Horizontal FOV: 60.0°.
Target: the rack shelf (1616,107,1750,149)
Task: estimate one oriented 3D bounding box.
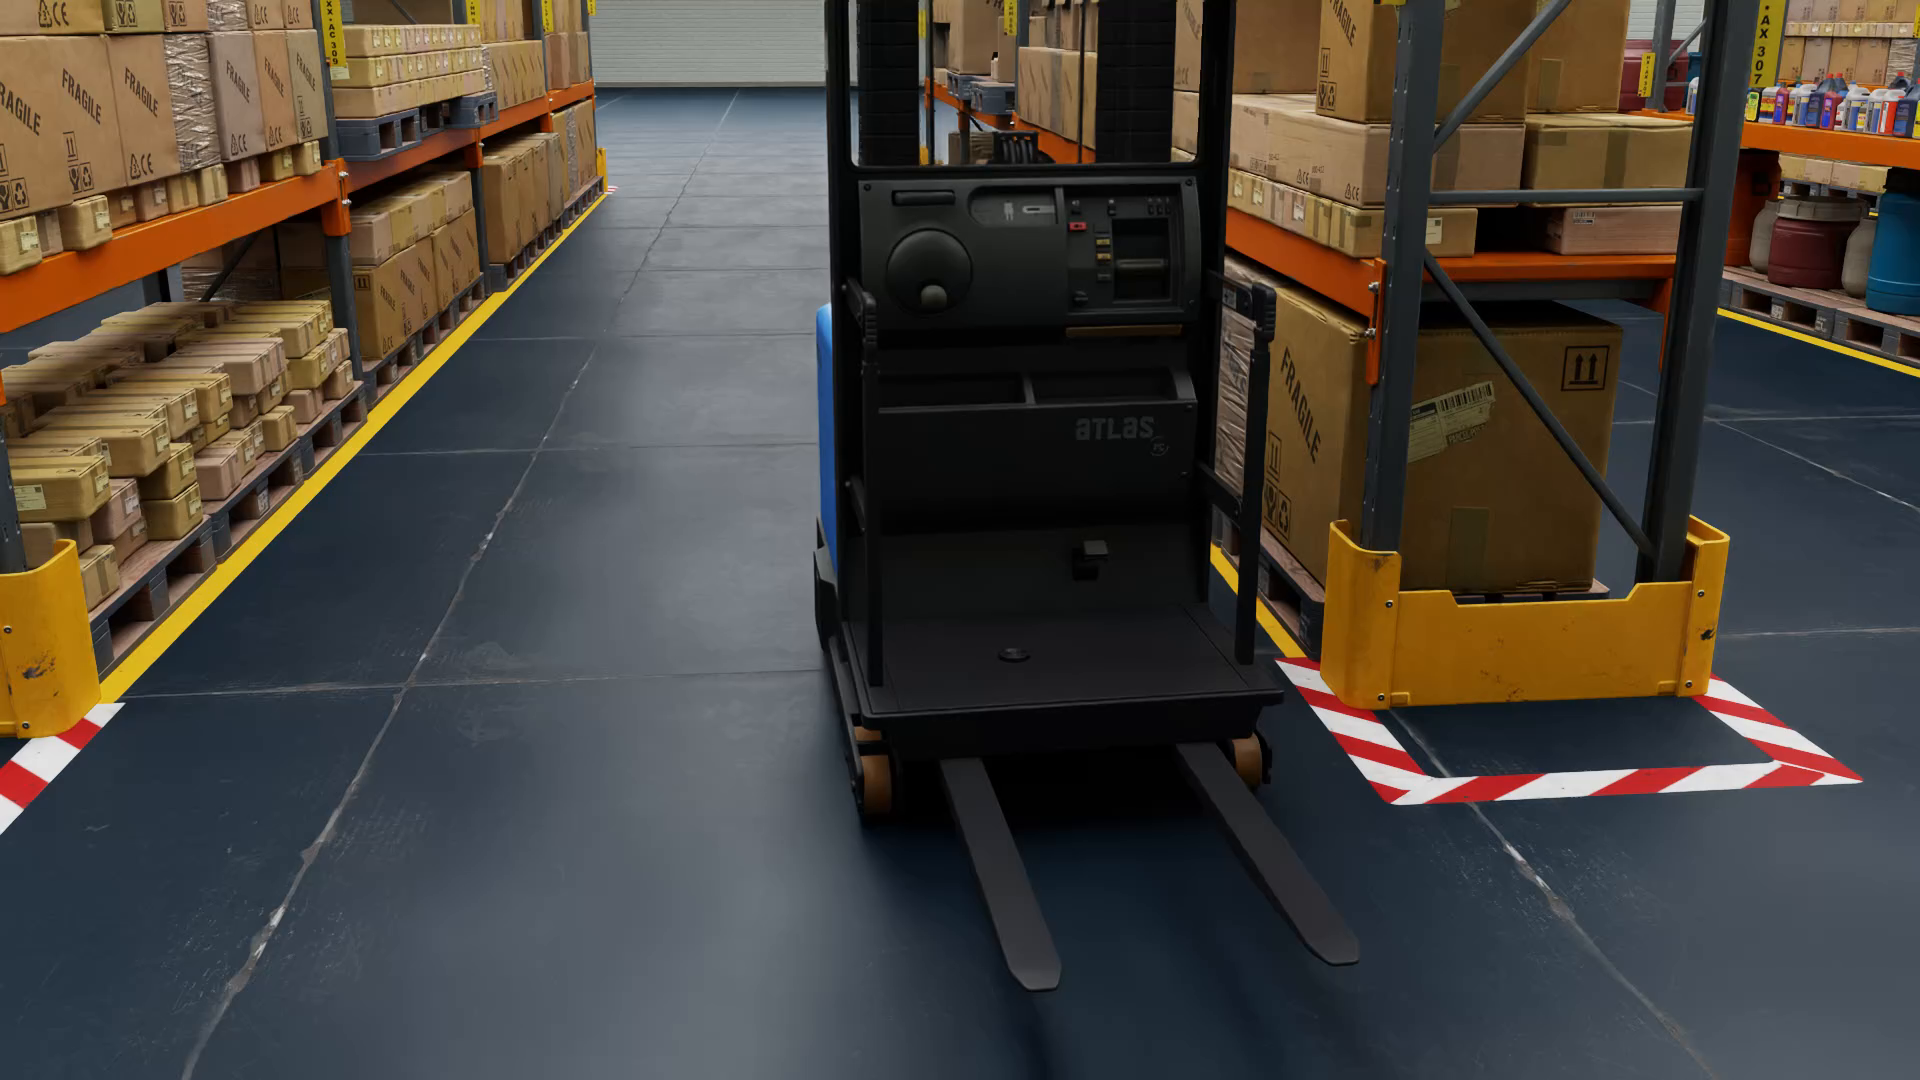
[{"bbox_3d":[5.633,-3.780,14.909,1.077,0.370,4.000,-2,18,-6],"label":"rack shelf"}]

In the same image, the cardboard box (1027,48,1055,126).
[{"bbox_3d":[0.748,-3.115,11.424,0.500,0.500,0.500,-2,18,-7],"label":"cardboard box"}]

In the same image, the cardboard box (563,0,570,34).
[{"bbox_3d":[-4.601,-5.623,17.528,0.875,0.550,0.500,-2,18,-6],"label":"cardboard box"}]

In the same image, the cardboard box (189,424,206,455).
[{"bbox_3d":[-3.200,-0.402,6.513,0.380,0.149,0.250,-1,17,-3],"label":"cardboard box"}]

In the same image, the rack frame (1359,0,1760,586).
[{"bbox_3d":[1.738,-0.990,4.824,1.000,3.000,0.127,-2,18,-6],"label":"rack frame"}]

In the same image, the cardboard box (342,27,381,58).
[{"bbox_3d":[-3.202,-2.555,8.533,0.380,0.149,0.250,-1,17,-3],"label":"cardboard box"}]

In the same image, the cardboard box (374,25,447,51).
[{"bbox_3d":[-3.394,-3.098,10.262,0.380,0.149,0.250,-1,17,-3],"label":"cardboard box"}]

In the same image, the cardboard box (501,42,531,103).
[{"bbox_3d":[-4.020,-4.042,14.377,0.500,0.500,0.500,-2,17,-5],"label":"cardboard box"}]

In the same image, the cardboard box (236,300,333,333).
[{"bbox_3d":[-3.323,-1.085,8.191,0.380,0.149,0.250,-1,17,-4],"label":"cardboard box"}]

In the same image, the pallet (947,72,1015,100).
[{"bbox_3d":[0.434,-4.242,15.501,1.003,0.211,1.213,-2,18,-6],"label":"pallet"}]

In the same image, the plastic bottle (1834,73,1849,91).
[{"bbox_3d":[5.855,-2.948,11.143,0.144,0.351,0.185,-2,18,-6],"label":"plastic bottle"}]

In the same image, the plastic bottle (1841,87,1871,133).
[{"bbox_3d":[5.762,-2.752,10.641,0.152,0.276,0.135,-2,18,-6],"label":"plastic bottle"}]

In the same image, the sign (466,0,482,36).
[{"bbox_3d":[-3.492,-3.785,11.925,0.100,0.325,0.005,-2,18,-6],"label":"sign"}]

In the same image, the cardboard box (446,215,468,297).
[{"bbox_3d":[-3.654,-1.916,11.244,0.500,0.500,0.500,-1,17,-3],"label":"cardboard box"}]

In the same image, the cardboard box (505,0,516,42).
[{"bbox_3d":[-4.332,-4.666,14.697,0.700,0.500,0.500,-2,18,-7],"label":"cardboard box"}]

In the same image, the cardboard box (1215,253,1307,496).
[{"bbox_3d":[1.498,-0.636,6.543,0.875,0.875,0.875,-2,18,-6],"label":"cardboard box"}]

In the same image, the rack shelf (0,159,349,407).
[{"bbox_3d":[-3.412,-1.120,6.438,1.077,0.370,4.000,-2,18,-6],"label":"rack shelf"}]

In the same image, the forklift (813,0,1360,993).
[{"bbox_3d":[0.228,-0.786,4.288,1.130,2.935,3.031,-3,18,-8],"label":"forklift"}]

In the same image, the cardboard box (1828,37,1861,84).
[{"bbox_3d":[10.193,-5.357,18.565,0.700,0.500,0.500,-2,17,-5],"label":"cardboard box"}]

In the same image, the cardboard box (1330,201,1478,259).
[{"bbox_3d":[1.374,-0.967,5.167,0.380,0.149,0.250,-1,17,-5],"label":"cardboard box"}]

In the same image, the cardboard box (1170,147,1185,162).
[{"bbox_3d":[1.135,-1.653,7.353,0.380,0.149,0.250,-2,18,-6],"label":"cardboard box"}]

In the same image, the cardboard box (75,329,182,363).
[{"bbox_3d":[-3.695,-0.839,7.408,0.380,0.149,0.250,-2,18,-7],"label":"cardboard box"}]

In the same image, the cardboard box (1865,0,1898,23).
[{"bbox_3d":[10.249,-5.820,17.874,0.700,0.500,0.500,-2,18,-6],"label":"cardboard box"}]

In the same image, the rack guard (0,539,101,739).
[{"bbox_3d":[-3.214,0.303,4.878,1.175,0.500,0.348,-2,18,-6],"label":"rack guard"}]

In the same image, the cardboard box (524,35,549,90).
[{"bbox_3d":[-4.494,-4.624,16.146,0.875,0.550,0.550,-2,18,-6],"label":"cardboard box"}]

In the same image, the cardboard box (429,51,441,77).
[{"bbox_3d":[-3.365,-2.879,10.061,0.380,0.149,0.250,-2,18,-7],"label":"cardboard box"}]

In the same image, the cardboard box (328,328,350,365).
[{"bbox_3d":[-3.270,-0.957,8.280,0.380,0.149,0.250,-1,17,-5],"label":"cardboard box"}]

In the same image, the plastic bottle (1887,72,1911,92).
[{"bbox_3d":[6.398,-3.007,11.329,0.144,0.351,0.185,-2,18,-6],"label":"plastic bottle"}]

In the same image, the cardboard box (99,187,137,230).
[{"bbox_3d":[-3.122,-1.165,5.800,0.380,0.149,0.250,-2,18,-6],"label":"cardboard box"}]

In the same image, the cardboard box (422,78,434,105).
[{"bbox_3d":[-3.342,-2.660,9.860,0.380,0.149,0.250,-2,18,-7],"label":"cardboard box"}]

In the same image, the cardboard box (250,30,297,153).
[{"bbox_3d":[-3.235,-1.959,7.244,0.500,0.500,0.500,-2,18,-7],"label":"cardboard box"}]

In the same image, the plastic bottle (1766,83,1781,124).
[{"bbox_3d":[5.642,-3.016,11.491,0.097,0.271,0.097,0,17,0],"label":"plastic bottle"}]

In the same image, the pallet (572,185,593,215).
[{"bbox_3d":[-4.573,-3.705,18.127,1.003,0.211,1.213,-2,18,-6],"label":"pallet"}]

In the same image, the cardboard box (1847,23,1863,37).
[{"bbox_3d":[10.010,-5.605,18.274,0.380,0.149,0.250,-2,18,-6],"label":"cardboard box"}]

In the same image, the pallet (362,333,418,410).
[{"bbox_3d":[-3.700,-0.961,9.384,1.003,0.211,1.213,-2,18,-6],"label":"pallet"}]

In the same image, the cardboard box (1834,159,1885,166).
[{"bbox_3d":[10.049,-4.398,18.314,0.500,0.500,0.500,-2,18,-6],"label":"cardboard box"}]

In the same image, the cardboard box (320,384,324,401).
[{"bbox_3d":[-3.296,-0.713,7.999,0.380,0.149,0.250,-1,17,-4],"label":"cardboard box"}]

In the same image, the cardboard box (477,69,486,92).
[{"bbox_3d":[-3.523,-3.199,11.576,0.380,0.149,0.250,-1,17,-5],"label":"cardboard box"}]

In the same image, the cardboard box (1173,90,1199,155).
[{"bbox_3d":[1.219,-1.802,7.163,0.500,0.250,0.500,-1,17,-4],"label":"cardboard box"}]

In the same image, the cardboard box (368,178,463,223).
[{"bbox_3d":[-3.637,-2.271,11.122,0.500,0.250,0.500,-2,17,-5],"label":"cardboard box"}]

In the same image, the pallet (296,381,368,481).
[{"bbox_3d":[-3.514,-0.530,8.012,1.003,0.211,1.213,-2,18,-6],"label":"pallet"}]

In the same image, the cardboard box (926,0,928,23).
[{"bbox_3d":[-0.127,-6.252,19.250,0.500,0.500,0.500,-2,18,-6],"label":"cardboard box"}]

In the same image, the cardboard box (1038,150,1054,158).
[{"bbox_3d":[0.963,-2.354,12.015,1.225,0.875,0.875,-3,18,-8],"label":"cardboard box"}]

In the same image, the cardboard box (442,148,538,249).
[{"bbox_3d":[-4.098,-2.822,13.714,1.050,0.750,0.750,-2,17,-5],"label":"cardboard box"}]

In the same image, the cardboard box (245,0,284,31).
[{"bbox_3d":[-3.243,-2.440,7.109,0.500,0.500,0.500,-2,18,-7],"label":"cardboard box"}]

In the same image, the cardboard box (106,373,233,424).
[{"bbox_3d":[-3.078,-0.549,6.485,0.380,0.149,0.250,-2,17,-5],"label":"cardboard box"}]

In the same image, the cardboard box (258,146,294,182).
[{"bbox_3d":[-3.253,-1.706,7.524,0.380,0.149,0.250,-1,17,-3],"label":"cardboard box"}]
